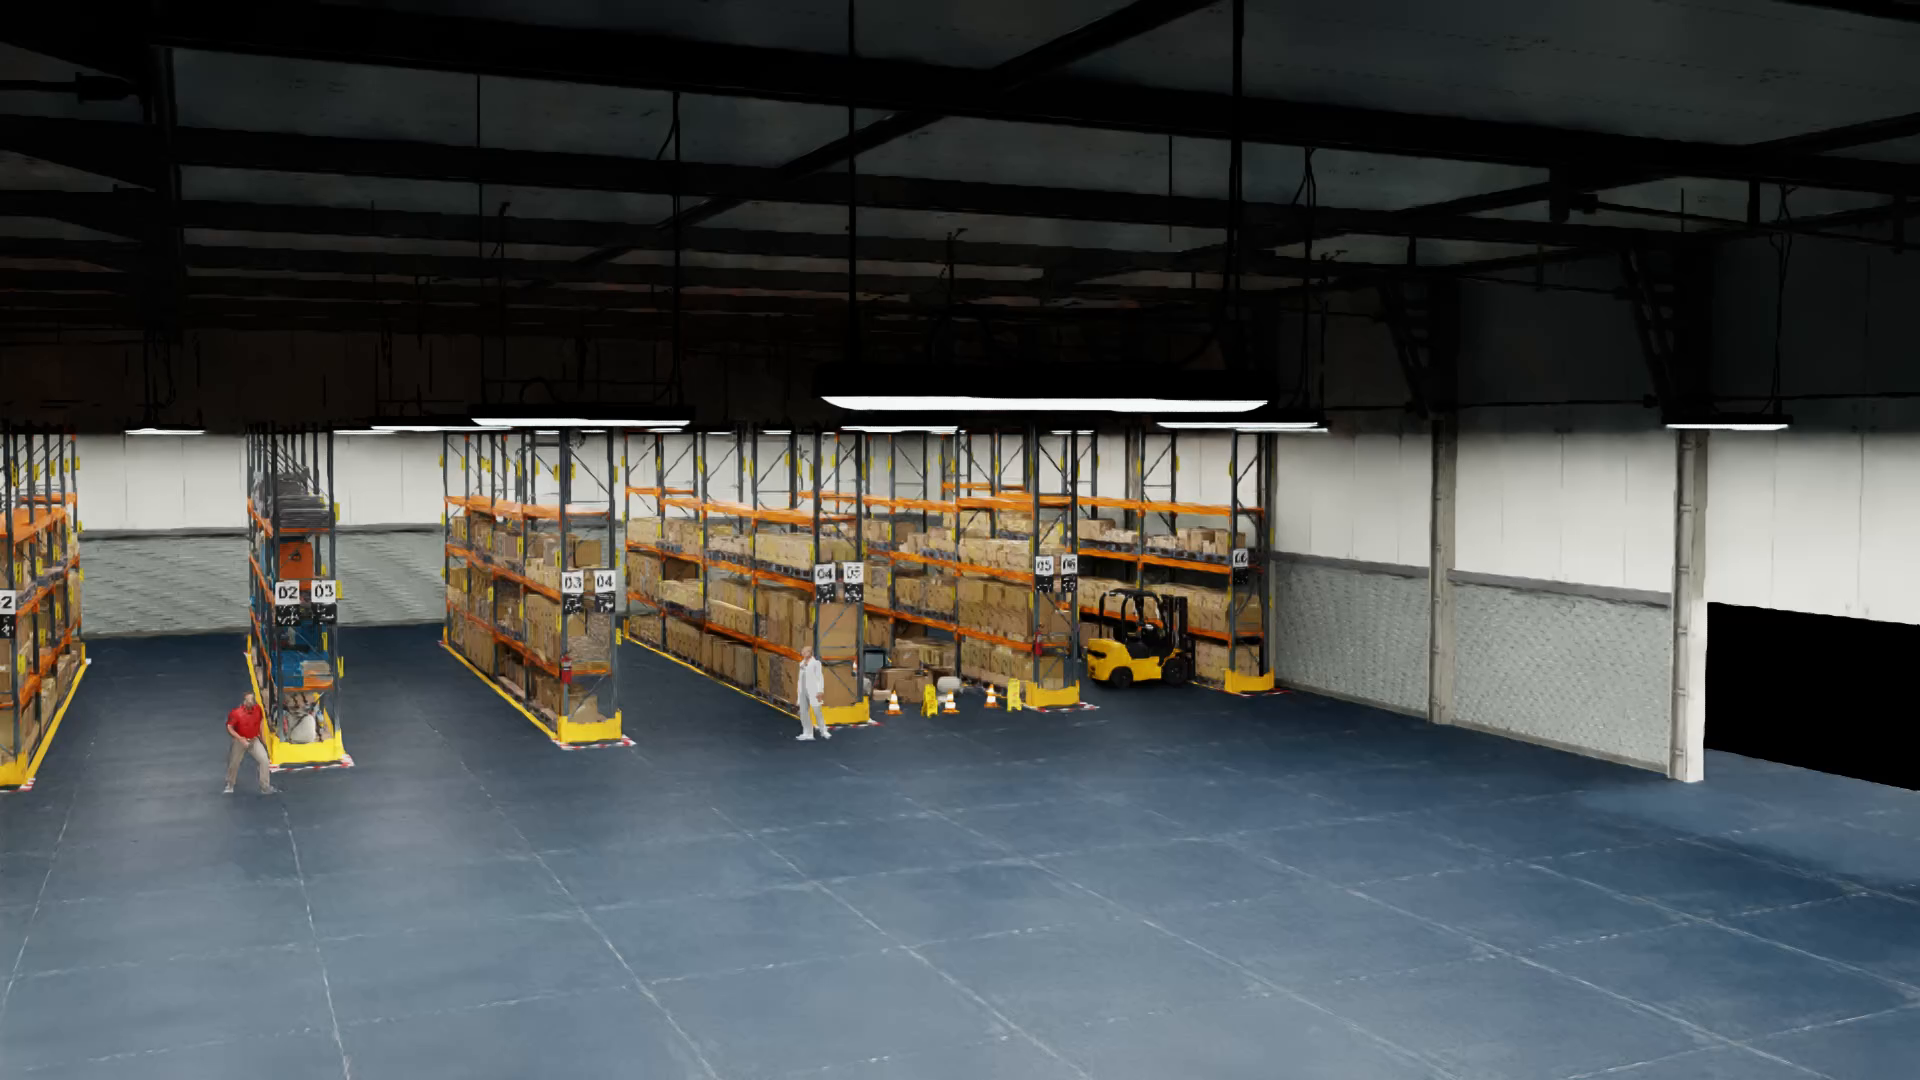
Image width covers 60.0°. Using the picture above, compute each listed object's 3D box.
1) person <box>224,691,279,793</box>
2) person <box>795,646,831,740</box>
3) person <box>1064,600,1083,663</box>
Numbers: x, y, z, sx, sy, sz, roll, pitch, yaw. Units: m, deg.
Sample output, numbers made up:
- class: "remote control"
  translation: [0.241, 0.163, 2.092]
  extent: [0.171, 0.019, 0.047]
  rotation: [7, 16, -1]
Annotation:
- class: "person"
  translation: [-11.382, 3.221, 26.563]
  extent: [0.700, 1.658, 0.863]
  rotation: [-3, 5, -42]
- class: "person"
  translation: [-2.804, 2.878, 31.465]
  extent: [0.670, 1.772, 0.594]
  rotation: [3, 4, 36]
- class: "person"
  translation: [2.830, 2.289, 42.002]
  extent: [0.532, 1.588, 0.535]
  rotation: [0, 4, 1]
